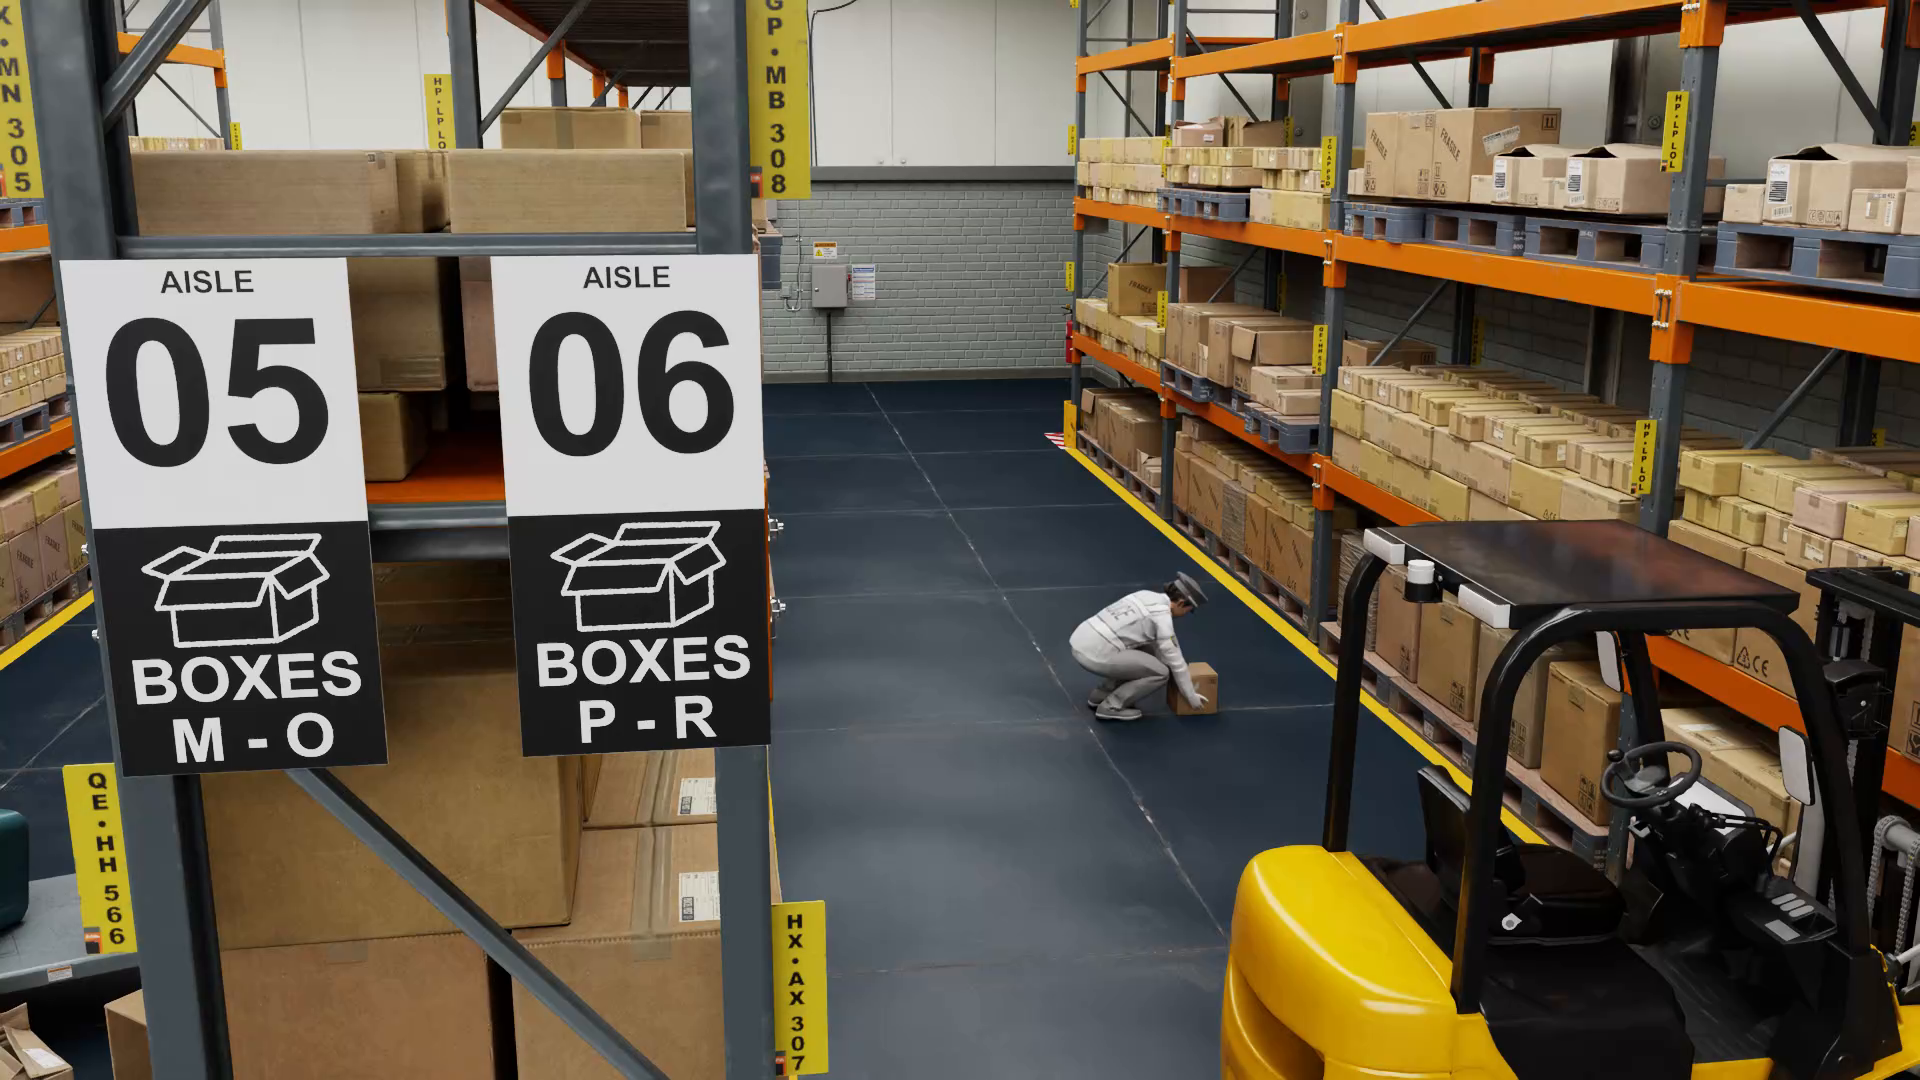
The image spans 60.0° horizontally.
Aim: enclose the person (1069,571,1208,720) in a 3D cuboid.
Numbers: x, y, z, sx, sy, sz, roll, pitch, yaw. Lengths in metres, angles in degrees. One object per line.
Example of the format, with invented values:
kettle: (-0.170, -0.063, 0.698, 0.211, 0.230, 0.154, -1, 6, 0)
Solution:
person: (1.094, 0.634, 10.084, 0.859, 0.855, 0.479, -2, 13, -8)
